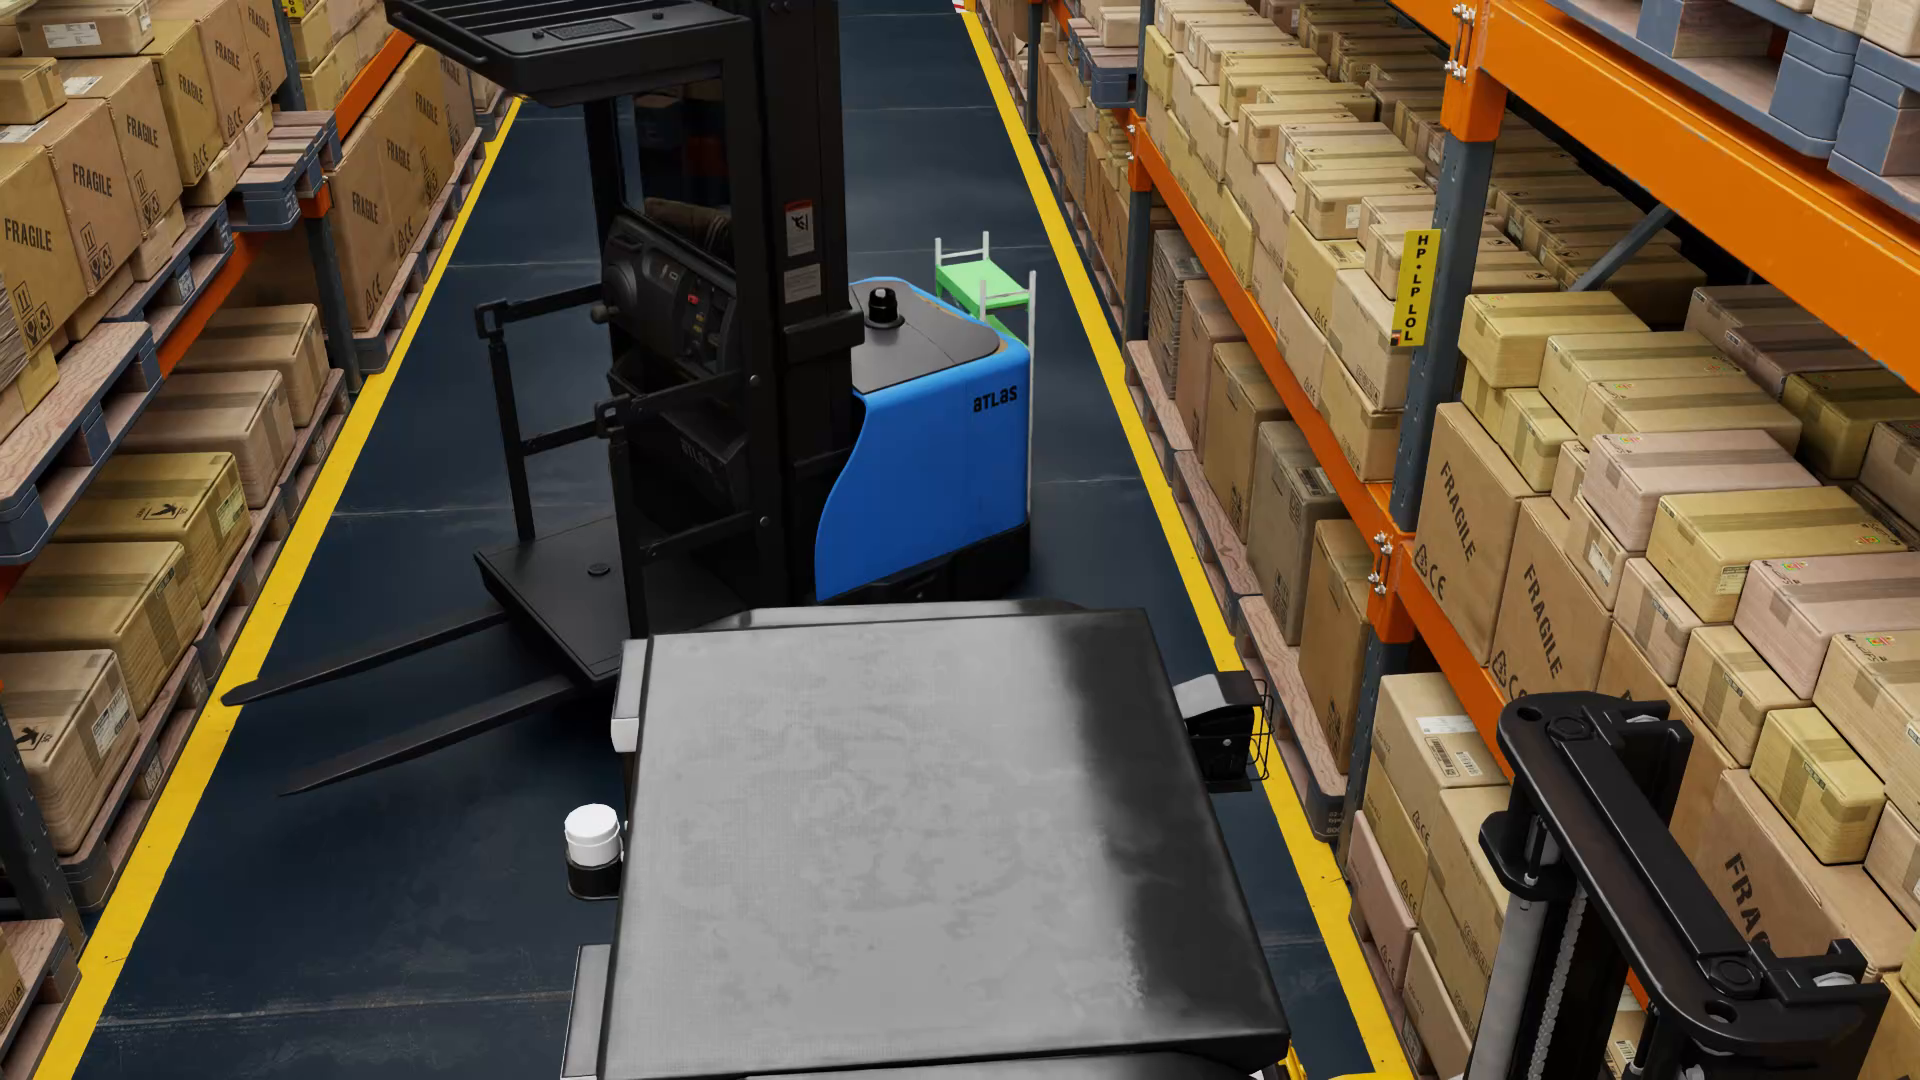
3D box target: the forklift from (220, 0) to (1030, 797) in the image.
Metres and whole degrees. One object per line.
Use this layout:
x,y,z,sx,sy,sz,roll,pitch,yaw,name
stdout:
-1.201,-0.831,5.783,3.031,2.935,1.130,-21,37,-31,forklift

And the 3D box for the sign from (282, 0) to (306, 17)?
-3.035,-2.526,7.502,0.100,0.325,0.005,-3,31,-5,sign

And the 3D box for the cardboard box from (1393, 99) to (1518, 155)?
1.826,-1.521,6.142,0.380,0.149,0.250,-2,31,-4,cardboard box

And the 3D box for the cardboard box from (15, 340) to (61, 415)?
-2.952,-0.487,4.976,0.380,0.149,0.250,-2,31,-4,cardboard box

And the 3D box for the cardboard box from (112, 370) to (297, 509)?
-3.455,-0.419,7.179,0.950,0.372,0.625,-3,31,-6,cardboard box

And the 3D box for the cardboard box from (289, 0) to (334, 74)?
-3.376,-2.453,8.090,0.500,0.250,0.500,-3,31,-5,cardboard box

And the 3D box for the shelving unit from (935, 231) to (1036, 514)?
0.101,-0.667,7.197,0.258,1.200,0.503,-12,33,-19,shelving unit

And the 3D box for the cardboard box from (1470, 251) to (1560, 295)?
1.488,-0.715,4.791,0.380,0.149,0.250,-2,31,-3,cardboard box

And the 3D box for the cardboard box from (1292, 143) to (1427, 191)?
1.357,-1.238,5.667,0.380,0.149,0.250,-3,31,-6,cardboard box

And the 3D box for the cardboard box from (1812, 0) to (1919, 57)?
1.577,-0.911,2.548,0.396,0.266,0.258,-3,31,-6,cardboard box

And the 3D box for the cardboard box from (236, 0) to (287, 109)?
-3.255,-2.164,7.151,0.500,0.500,0.500,-4,31,-6,cardboard box

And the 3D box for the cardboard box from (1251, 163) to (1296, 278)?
1.343,-1.142,5.895,0.500,0.250,0.500,-2,31,-4,cardboard box

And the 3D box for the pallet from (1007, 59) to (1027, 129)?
0.930,-3.467,12.849,1.003,0.211,1.213,-3,31,-5,pallet

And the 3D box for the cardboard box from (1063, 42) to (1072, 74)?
0.900,-3.236,11.137,0.380,0.149,0.250,-4,31,-7,cardboard box

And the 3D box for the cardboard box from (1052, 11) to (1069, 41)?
0.834,-3.501,11.292,0.380,0.149,0.250,-4,31,-7,cardboard box

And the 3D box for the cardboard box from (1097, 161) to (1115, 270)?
1.077,-1.841,9.434,0.500,0.500,0.500,-3,31,-5,cardboard box

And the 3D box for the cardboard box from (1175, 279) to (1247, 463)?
1.481,-0.780,7.537,0.875,0.625,0.625,-2,31,-3,cardboard box

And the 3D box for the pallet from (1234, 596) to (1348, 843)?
1.633,0.593,6.051,1.003,0.211,1.213,-3,31,-5,pallet

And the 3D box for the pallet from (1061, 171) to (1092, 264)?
1.224,-2.079,10.525,1.003,0.211,1.213,-3,31,-5,pallet

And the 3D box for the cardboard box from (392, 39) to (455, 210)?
-3.718,-2.569,10.288,0.875,0.875,0.875,-2,31,-3,cardboard box

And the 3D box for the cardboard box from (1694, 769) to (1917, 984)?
1.662,0.748,2.975,0.500,0.500,0.500,-3,31,-4,cardboard box

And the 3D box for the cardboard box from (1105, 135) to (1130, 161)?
1.032,-2.172,9.356,0.380,0.149,0.250,-4,31,-6,cardboard box

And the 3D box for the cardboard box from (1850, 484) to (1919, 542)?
2.164,-0.007,3.607,0.380,0.149,0.250,-3,31,-4,cardboard box

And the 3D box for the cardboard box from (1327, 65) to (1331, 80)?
1.735,-1.945,7.240,0.500,0.250,0.500,-2,31,-4,cardboard box

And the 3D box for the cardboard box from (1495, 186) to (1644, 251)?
1.926,-1.008,5.282,0.380,0.149,0.250,-3,31,-5,cardboard box

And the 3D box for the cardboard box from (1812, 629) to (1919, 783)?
1.716,0.279,2.838,0.380,0.149,0.250,-3,31,-4,cardboard box

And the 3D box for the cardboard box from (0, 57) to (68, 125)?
-3.097,-1.426,5.283,0.380,0.149,0.250,-1,31,-2,cardboard box

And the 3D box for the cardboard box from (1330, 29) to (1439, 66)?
1.791,-2.051,7.029,0.380,0.149,0.250,-3,31,-6,cardboard box

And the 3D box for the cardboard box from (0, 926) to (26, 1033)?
-2.878,1.299,4.421,0.500,0.250,0.500,-1,31,-2,cardboard box

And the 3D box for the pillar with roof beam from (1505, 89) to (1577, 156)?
-1.900,-4.019,5.202,9.100,9.000,0.400,-3,31,-5,pillar with roof beam

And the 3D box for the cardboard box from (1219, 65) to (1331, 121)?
1.235,-1.758,6.538,0.380,0.149,0.250,-2,31,-4,cardboard box

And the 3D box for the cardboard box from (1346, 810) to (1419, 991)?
1.456,1.033,4.867,0.500,0.250,0.500,-2,31,-4,cardboard box

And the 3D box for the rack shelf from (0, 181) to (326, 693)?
-3.388,-0.702,6.202,1.077,0.370,4.000,-3,31,-5,rack shelf

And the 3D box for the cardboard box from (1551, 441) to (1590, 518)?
1.587,-0.112,3.782,0.380,0.149,0.250,-3,31,-5,cardboard box

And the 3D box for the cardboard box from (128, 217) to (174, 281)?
-3.032,-1.026,5.879,0.380,0.149,0.250,-2,31,-3,cardboard box

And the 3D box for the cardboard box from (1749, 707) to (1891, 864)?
1.633,0.415,2.900,0.380,0.149,0.250,-3,31,-6,cardboard box

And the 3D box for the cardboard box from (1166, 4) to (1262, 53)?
1.130,-2.280,7.412,0.380,0.149,0.250,-2,31,-4,cardboard box

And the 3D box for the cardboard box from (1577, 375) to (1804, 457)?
1.622,-0.243,3.711,0.380,0.149,0.250,-3,31,-6,cardboard box

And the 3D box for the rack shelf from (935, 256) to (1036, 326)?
0.101,-1.024,6.983,0.258,0.148,0.480,-12,33,-19,rack shelf

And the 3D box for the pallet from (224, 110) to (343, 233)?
-3.402,-1.591,7.175,1.213,0.211,1.003,-3,31,-5,pallet

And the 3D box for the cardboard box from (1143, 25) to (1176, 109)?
1.141,-2.183,7.638,0.500,0.250,0.500,-3,31,-5,cardboard box

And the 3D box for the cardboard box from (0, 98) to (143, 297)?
-3.039,-1.103,5.374,0.500,0.500,0.500,-3,31,-5,cardboard box

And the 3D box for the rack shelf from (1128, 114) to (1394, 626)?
1.554,-0.942,6.603,1.077,0.370,4.000,-3,31,-5,rack shelf

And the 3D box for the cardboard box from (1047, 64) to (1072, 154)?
0.874,-2.892,11.195,0.500,0.500,0.500,-3,31,-5,cardboard box

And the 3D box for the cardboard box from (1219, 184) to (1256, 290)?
1.309,-1.185,6.454,0.500,0.250,0.500,-2,31,-3,cardboard box

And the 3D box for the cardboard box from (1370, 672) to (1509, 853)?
1.474,0.603,4.612,0.500,0.250,0.500,-3,31,-5,cardboard box

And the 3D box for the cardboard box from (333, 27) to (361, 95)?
-3.435,-2.491,8.641,0.500,0.250,0.500,-4,31,-6,cardboard box

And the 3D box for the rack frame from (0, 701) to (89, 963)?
-3.201,0.010,4.308,1.000,3.000,0.127,-3,31,-5,rack frame

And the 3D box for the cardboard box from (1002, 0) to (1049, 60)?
0.721,-4.178,13.348,0.700,0.500,0.500,-4,31,-6,cardboard box

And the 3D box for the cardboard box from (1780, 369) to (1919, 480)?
2.092,-0.266,3.749,0.380,0.149,0.250,-3,31,-5,cardboard box

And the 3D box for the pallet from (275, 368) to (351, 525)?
-3.503,-0.436,7.774,1.003,0.211,1.213,-3,31,-5,pallet

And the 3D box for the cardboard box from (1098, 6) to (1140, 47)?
0.924,-2.661,8.616,0.380,0.149,0.250,-2,31,-4,cardboard box

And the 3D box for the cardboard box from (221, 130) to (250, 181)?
-3.129,-1.560,6.771,0.380,0.149,0.250,-4,31,-7,cardboard box

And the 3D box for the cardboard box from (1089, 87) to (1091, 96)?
1.001,-2.704,10.247,0.380,0.149,0.250,-3,31,-4,cardboard box

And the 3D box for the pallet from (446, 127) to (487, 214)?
-3.801,-2.487,11.207,1.003,0.211,1.213,-3,31,-5,pallet
